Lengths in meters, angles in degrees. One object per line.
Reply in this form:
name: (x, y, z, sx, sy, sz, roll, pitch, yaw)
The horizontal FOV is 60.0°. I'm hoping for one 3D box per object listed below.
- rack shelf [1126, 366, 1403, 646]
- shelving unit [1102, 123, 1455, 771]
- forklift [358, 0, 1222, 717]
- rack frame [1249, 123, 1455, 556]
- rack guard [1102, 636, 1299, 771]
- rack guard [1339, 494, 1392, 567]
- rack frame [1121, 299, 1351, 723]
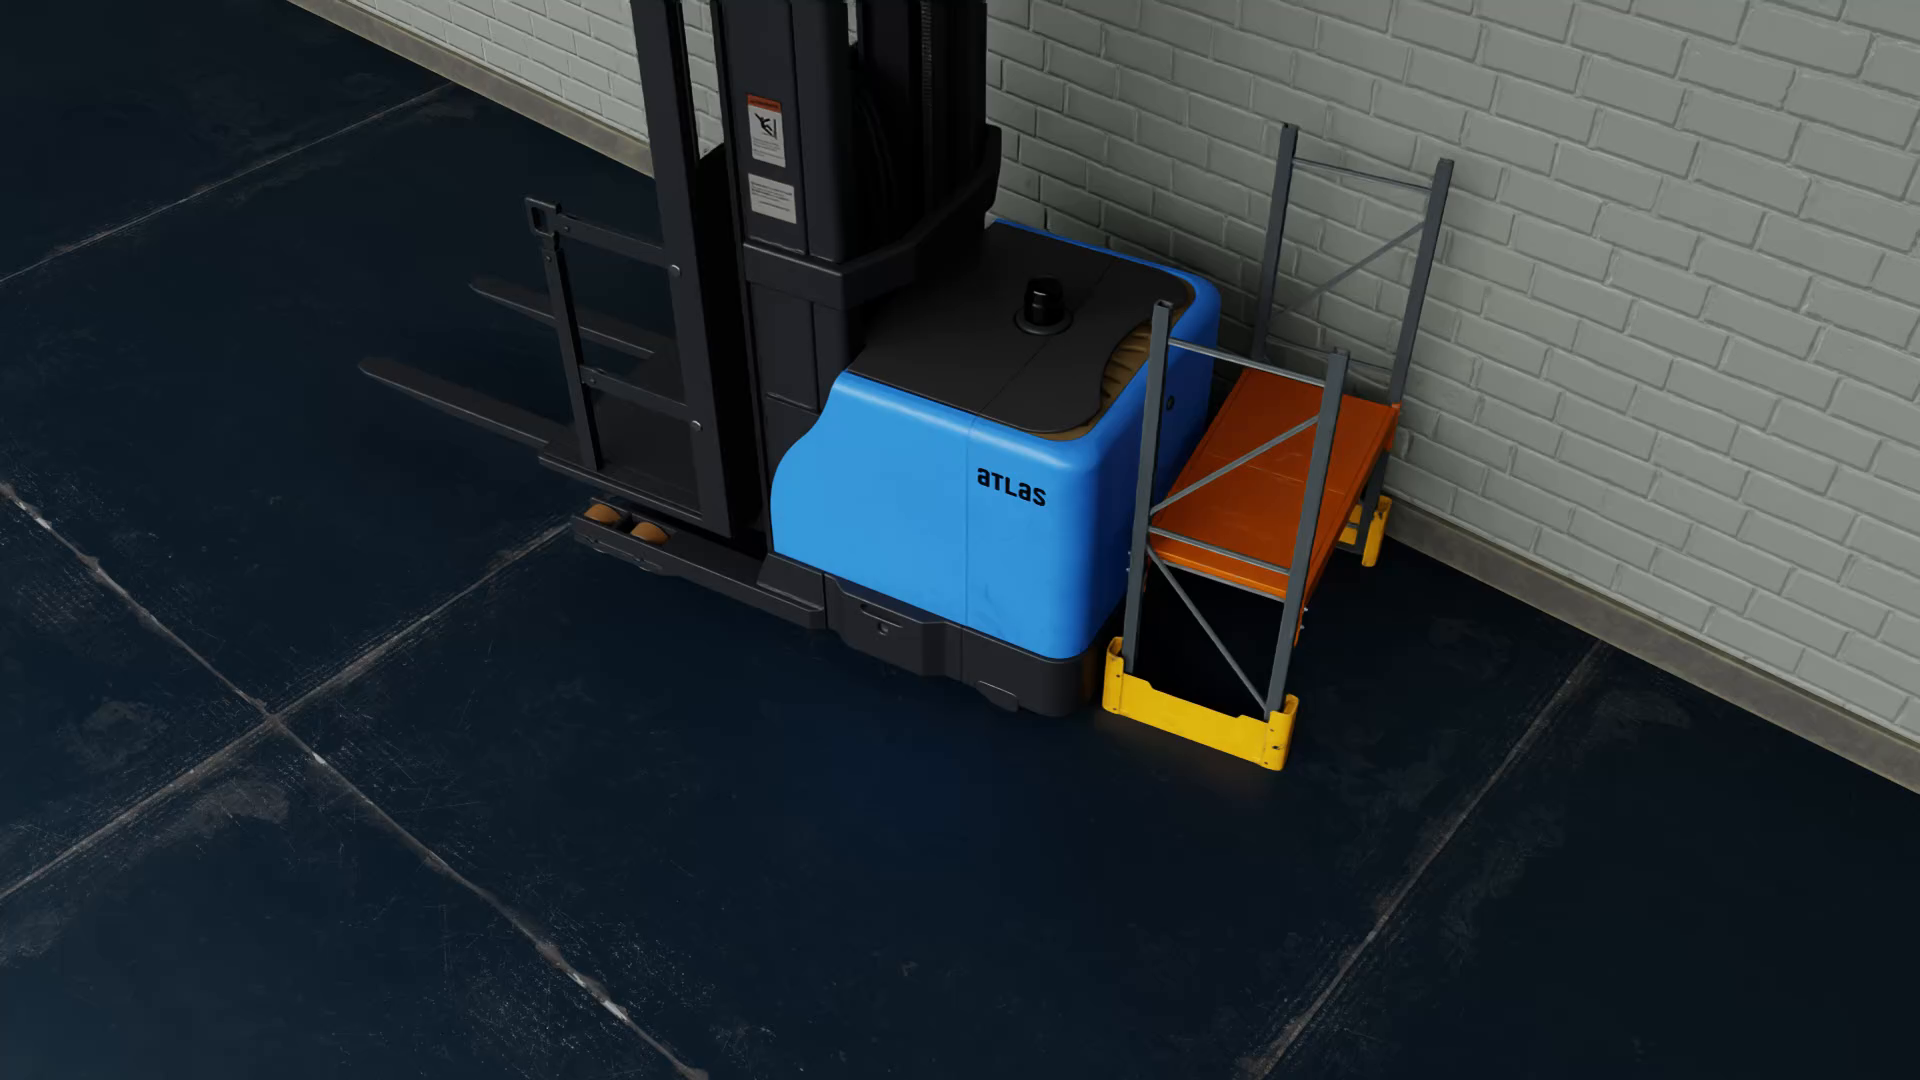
rack shelf: (0.942, -0.143, 5.059, 0.538, 0.185, 1.000, 18, 45, 19)
shelving unit: (0.938, -0.270, 4.932, 0.587, 1.500, 1.083, 18, 45, 19)
forklift: (-0.736, -1.267, 4.965, 3.031, 2.935, 1.130, 20, 46, 21)
rack frame: (1.168, -0.582, 5.275, 0.500, 1.500, 0.032, 18, 45, 19)
rack guard: (0.717, 0.492, 5.023, 0.587, 0.250, 0.087, 18, 45, 19)
rack guard: (1.160, -0.108, 5.683, 0.587, 0.250, 0.087, 18, 45, 19)
rack frame: (0.716, 0.031, 4.601, 0.500, 1.500, 0.032, 18, 45, 19)
